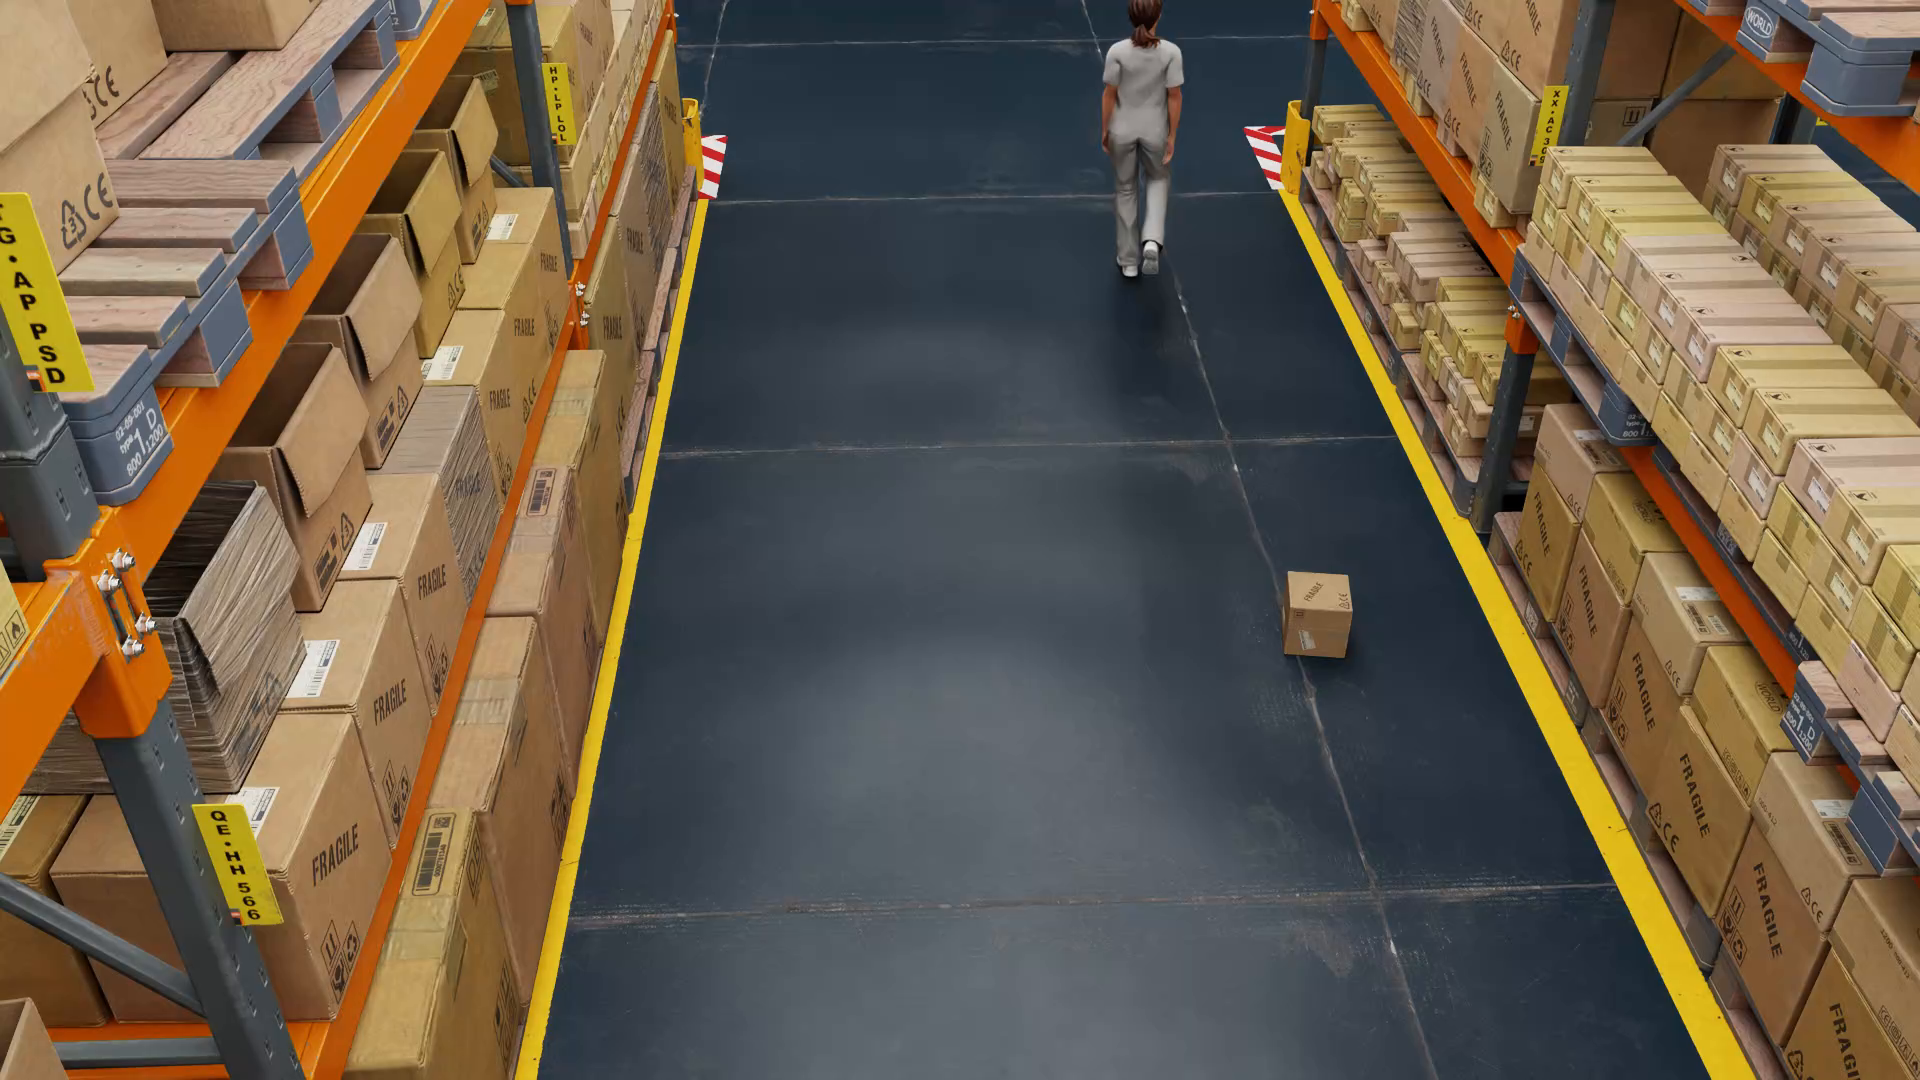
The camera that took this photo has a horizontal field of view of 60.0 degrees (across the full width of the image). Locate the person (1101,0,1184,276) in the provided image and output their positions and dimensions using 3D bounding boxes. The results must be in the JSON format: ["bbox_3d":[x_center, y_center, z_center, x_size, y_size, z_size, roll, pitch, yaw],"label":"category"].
[{"bbox_3d":[1.002,-2.258,9.293,0.443,1.662,0.480,2,35,2],"label":"person"}]
